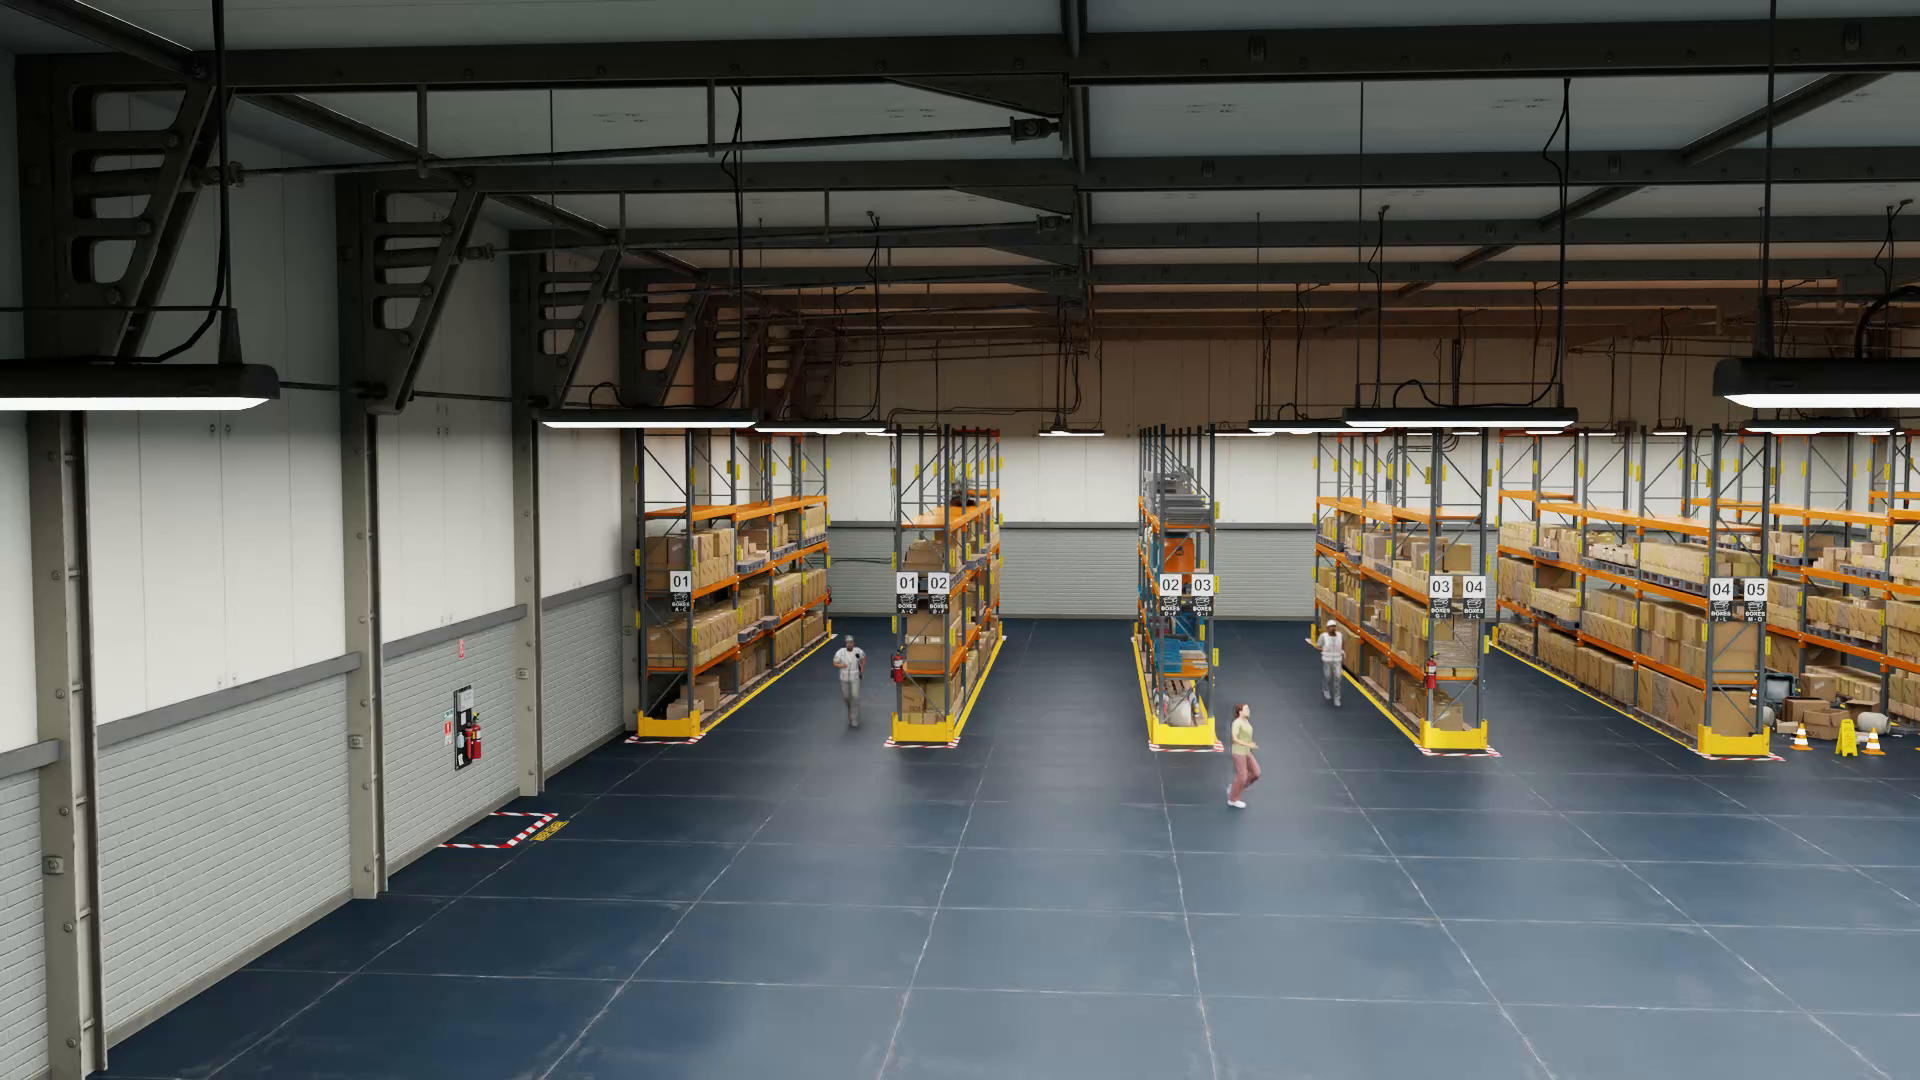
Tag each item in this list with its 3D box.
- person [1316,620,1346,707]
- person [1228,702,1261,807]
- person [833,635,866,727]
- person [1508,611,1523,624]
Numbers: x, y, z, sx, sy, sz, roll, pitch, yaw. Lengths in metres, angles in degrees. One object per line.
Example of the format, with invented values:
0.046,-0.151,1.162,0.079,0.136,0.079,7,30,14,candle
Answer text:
8.019,2.633,35.905,0.672,1.819,0.928,0,3,3,person
4.421,3.333,25.857,0.548,1.632,0.601,2,4,33,person
-2.235,2.816,33.511,0.626,1.849,0.976,0,3,4,person
15.927,2.050,47.499,0.605,1.577,0.679,2,4,27,person
